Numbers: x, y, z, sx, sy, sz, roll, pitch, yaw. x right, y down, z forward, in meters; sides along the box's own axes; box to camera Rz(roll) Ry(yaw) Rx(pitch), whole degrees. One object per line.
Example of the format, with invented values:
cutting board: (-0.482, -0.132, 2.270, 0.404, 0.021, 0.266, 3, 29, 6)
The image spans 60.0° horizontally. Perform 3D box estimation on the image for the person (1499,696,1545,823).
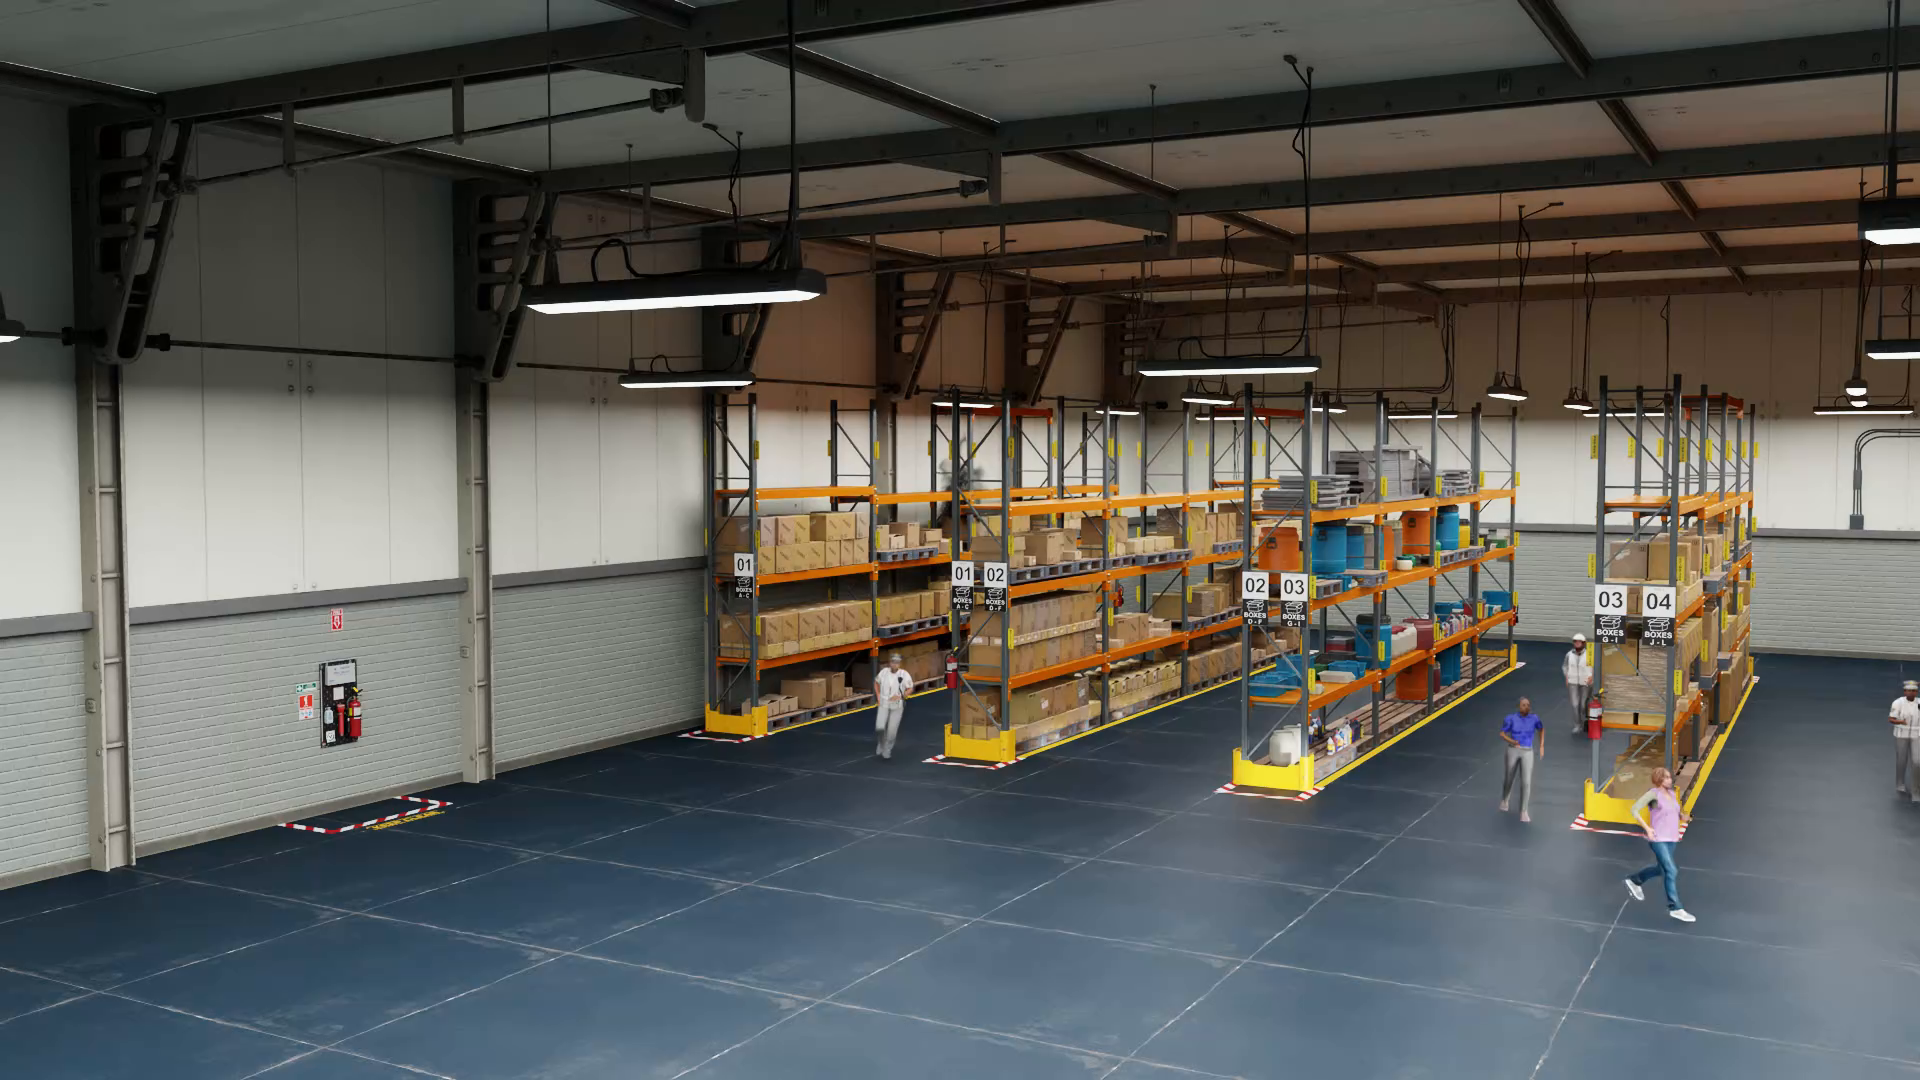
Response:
person: (7.654, 2.965, 22.654, 0.609, 1.706, 0.758, 1, 3, 13)

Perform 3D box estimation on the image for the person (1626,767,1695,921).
person: (7.527, 3.222, 17.865, 0.540, 1.580, 0.877, -2, 4, -33)

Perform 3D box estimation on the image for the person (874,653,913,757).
person: (-1.097, 2.684, 27.039, 0.667, 1.717, 0.569, 0, 3, 6)

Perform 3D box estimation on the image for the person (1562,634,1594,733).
person: (11.043, 2.544, 29.599, 0.660, 1.746, 0.578, 2, 4, 30)

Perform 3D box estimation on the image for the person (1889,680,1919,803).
person: (13.639, 2.868, 23.905, 0.519, 1.741, 0.828, 2, 3, 27)
